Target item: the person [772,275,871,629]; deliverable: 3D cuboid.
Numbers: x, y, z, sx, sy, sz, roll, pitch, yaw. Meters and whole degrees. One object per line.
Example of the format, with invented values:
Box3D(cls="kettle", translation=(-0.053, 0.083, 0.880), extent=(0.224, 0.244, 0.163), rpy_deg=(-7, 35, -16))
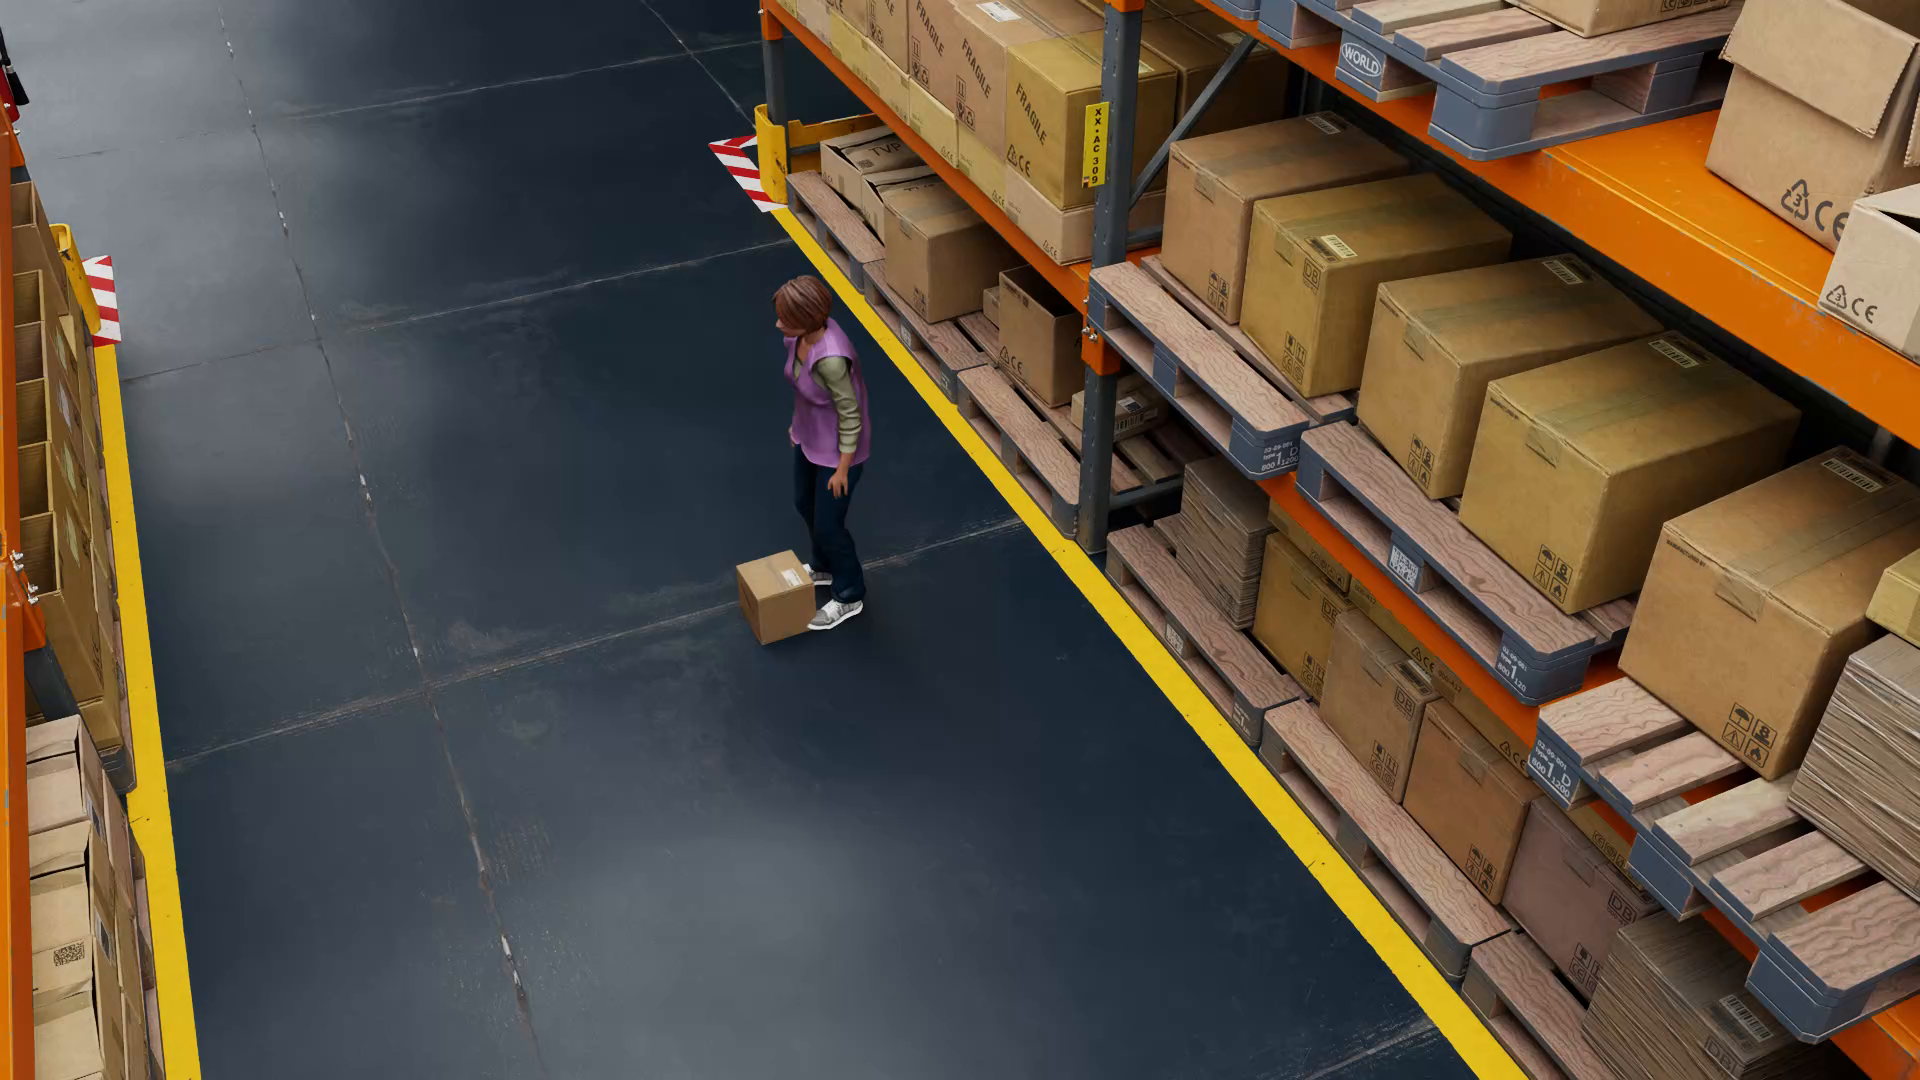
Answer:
Box3D(cls="person", translation=(-0.544, -0.361, 6.626), extent=(0.345, 1.592, 0.477), rpy_deg=(-18, 41, -22))
